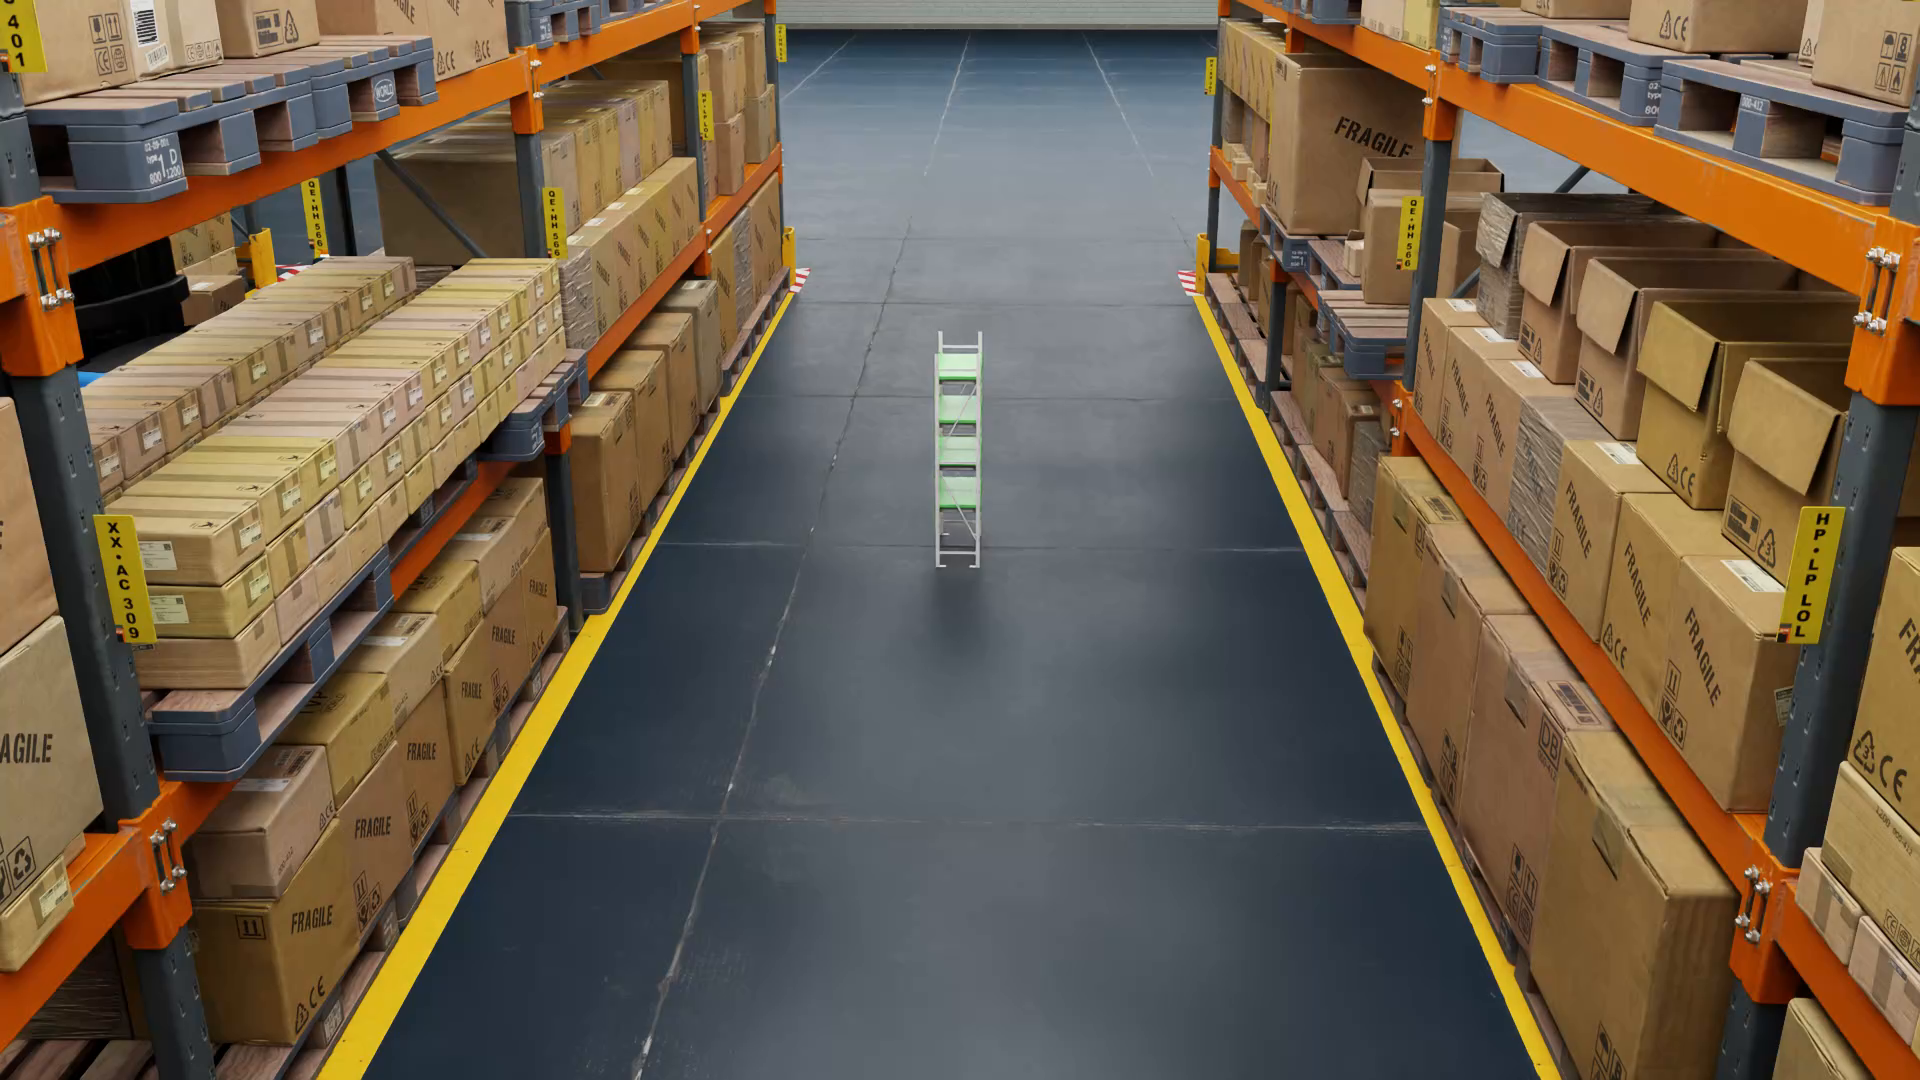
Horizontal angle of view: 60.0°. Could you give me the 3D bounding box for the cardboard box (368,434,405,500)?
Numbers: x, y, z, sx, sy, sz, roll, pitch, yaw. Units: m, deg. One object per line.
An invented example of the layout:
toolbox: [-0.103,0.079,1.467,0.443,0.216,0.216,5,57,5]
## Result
cardboard box: [-2.027,-0.239,5.353,0.380,0.149,0.250,1,21,4]

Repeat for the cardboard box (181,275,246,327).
cardboard box: [-5.452,-1.595,11.901,0.500,0.500,0.500,1,21,2]

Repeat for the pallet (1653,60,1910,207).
pallet: [2.408,-1.056,4.221,0.805,0.209,1.217,0,21,-1]

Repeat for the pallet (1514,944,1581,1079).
pallet: [2.378,1.606,5.099,1.003,0.211,1.213,1,21,2]

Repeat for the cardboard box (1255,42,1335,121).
cardboard box: [2.426,-3.305,11.968,0.500,0.500,0.500,1,21,2]

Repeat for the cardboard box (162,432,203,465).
cardboard box: [-2.680,-0.247,5.374,0.380,0.149,0.250,0,21,-1]

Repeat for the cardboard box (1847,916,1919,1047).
cardboard box: [2.080,0.901,3.407,0.380,0.149,0.250,0,21,0]

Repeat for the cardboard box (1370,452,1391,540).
cardboard box: [2.552,-0.143,8.598,0.700,0.500,0.500,0,21,-1]

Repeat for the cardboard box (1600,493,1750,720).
cardboard box: [2.193,0.188,4.759,0.500,0.500,0.500,1,21,3]

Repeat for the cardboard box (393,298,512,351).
cardboard box: [-1.982,-0.843,6.500,0.380,0.149,0.250,1,21,3]

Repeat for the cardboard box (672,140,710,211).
cardboard box: [-2.282,-2.601,11.880,0.875,0.550,0.550,1,21,2]

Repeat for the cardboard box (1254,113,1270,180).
cardboard box: [2.713,-3.017,12.607,0.875,0.500,0.500,1,21,2]

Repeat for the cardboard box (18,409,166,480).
cardboard box: [-2.683,-0.294,5.085,0.380,0.149,0.250,1,21,1]

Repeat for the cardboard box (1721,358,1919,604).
cardboard box: [2.441,-0.160,4.269,0.797,0.503,0.637,0,21,0]

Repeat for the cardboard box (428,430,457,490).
cardboard box: [-2.008,-0.285,5.883,0.380,0.149,0.250,0,21,-1]

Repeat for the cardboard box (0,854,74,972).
cardboard box: [-2.199,0.812,3.637,0.380,0.149,0.250,0,21,0]

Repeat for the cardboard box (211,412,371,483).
cardboard box: [-2.030,-0.283,5.055,0.380,0.149,0.250,0,21,1]

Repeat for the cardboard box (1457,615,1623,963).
cardboard box: [2.456,0.826,5.611,1.225,0.875,0.875,0,21,0]

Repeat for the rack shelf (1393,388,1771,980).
rack shelf: [2.491,0.198,5.867,1.077,0.370,4.000,1,21,2]

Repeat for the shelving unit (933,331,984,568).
shelving unit: [-0.005,-0.500,9.158,0.258,1.200,0.503,1,21,2]

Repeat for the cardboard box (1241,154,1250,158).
cardboard box: [2.516,-3.084,13.677,0.380,0.149,0.250,1,21,2]

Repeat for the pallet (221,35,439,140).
pallet: [-2.371,-1.413,5.138,1.213,0.211,1.003,1,21,2]

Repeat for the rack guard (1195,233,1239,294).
rack guard: [2.792,-2.560,15.436,1.175,0.500,0.348,1,21,2]

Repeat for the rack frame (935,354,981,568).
rack frame: [-0.012,-0.411,8.930,0.240,1.200,0.015,1,21,2]

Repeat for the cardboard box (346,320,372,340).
cardboard box: [-2.630,-0.802,6.805,0.380,0.149,0.250,0,21,0]

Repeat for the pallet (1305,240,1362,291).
pallet: [2.571,-1.487,9.481,1.003,0.211,1.213,1,21,2]

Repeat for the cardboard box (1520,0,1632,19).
cardboard box: [2.605,-2.282,6.393,0.797,0.503,0.637,2,21,5]

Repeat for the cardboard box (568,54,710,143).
cardboard box: [-2.236,-3.104,11.683,0.875,0.550,0.550,1,21,2]

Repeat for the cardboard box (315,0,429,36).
cardboard box: [-2.188,-1.826,5.803,0.500,0.500,0.500,1,21,2]

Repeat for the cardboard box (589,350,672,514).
cardboard box: [-2.272,-0.634,9.546,1.050,0.750,0.750,1,21,2]

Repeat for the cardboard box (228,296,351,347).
cardboard box: [-2.637,-0.861,6.546,0.380,0.149,0.250,0,21,-1]

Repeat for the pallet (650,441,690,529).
pallet: [-2.264,-0.376,10.206,1.003,0.211,1.213,1,21,2]

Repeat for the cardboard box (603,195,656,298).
cardboard box: [-2.074,-1.704,9.636,0.500,0.500,0.500,0,21,1]

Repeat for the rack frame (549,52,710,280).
rack frame: [-2.282,-2.398,11.563,1.000,3.000,0.127,1,21,2]

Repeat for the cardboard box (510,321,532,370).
cardboard box: [-1.975,-0.794,6.784,0.380,0.149,0.250,1,21,3]

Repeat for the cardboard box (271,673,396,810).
cardboard box: [-2.225,0.658,5.526,0.500,0.250,0.500,1,21,3]

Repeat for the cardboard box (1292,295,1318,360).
cardboard box: [2.725,-1.482,12.076,0.500,0.500,0.500,0,21,0]

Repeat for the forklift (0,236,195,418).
forklift: [-5.294,-1.506,9.357,3.031,2.935,1.130,6,22,16]

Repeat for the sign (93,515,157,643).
sign: [-1.982,0.094,3.943,0.100,0.325,0.005,1,21,2]

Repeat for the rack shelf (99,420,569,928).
rack shelf: [-2.464,0.107,6.102,1.077,0.370,4.000,1,21,2]

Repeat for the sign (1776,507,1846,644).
sign: [1.887,0.080,3.684,0.100,0.325,0.005,1,21,2]

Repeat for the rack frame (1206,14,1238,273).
rack frame: [2.795,-3.753,15.055,1.000,3.000,0.127,1,21,2]

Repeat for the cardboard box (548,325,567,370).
cardboard box: [-1.959,-0.847,7.332,0.380,0.149,0.250,1,21,3]

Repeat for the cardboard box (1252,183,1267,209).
cardboard box: [2.367,-2.542,12.282,0.380,0.149,0.250,1,21,2]

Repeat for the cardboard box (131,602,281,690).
cardboard box: [-2.053,0.278,4.431,0.380,0.149,0.250,0,21,-1]

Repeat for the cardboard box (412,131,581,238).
cardboard box: [-2.366,-1.810,8.526,0.700,0.500,0.500,0,21,1]

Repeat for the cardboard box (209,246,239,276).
cardboard box: [-6.867,-2.472,14.974,0.500,0.250,0.500,1,21,1]

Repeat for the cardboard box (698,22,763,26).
cardboard box: [-2.210,-4.284,14.723,0.875,0.550,0.550,1,21,2]

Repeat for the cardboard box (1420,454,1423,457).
cardboard box: [2.542,-0.493,8.462,0.500,0.250,0.500,1,21,4]

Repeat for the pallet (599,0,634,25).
pallet: [-2.406,-2.900,8.970,1.003,0.211,1.213,2,21,4]

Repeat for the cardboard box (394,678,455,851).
cardboard box: [-2.220,0.819,6.147,0.500,0.500,0.500,1,21,3]
